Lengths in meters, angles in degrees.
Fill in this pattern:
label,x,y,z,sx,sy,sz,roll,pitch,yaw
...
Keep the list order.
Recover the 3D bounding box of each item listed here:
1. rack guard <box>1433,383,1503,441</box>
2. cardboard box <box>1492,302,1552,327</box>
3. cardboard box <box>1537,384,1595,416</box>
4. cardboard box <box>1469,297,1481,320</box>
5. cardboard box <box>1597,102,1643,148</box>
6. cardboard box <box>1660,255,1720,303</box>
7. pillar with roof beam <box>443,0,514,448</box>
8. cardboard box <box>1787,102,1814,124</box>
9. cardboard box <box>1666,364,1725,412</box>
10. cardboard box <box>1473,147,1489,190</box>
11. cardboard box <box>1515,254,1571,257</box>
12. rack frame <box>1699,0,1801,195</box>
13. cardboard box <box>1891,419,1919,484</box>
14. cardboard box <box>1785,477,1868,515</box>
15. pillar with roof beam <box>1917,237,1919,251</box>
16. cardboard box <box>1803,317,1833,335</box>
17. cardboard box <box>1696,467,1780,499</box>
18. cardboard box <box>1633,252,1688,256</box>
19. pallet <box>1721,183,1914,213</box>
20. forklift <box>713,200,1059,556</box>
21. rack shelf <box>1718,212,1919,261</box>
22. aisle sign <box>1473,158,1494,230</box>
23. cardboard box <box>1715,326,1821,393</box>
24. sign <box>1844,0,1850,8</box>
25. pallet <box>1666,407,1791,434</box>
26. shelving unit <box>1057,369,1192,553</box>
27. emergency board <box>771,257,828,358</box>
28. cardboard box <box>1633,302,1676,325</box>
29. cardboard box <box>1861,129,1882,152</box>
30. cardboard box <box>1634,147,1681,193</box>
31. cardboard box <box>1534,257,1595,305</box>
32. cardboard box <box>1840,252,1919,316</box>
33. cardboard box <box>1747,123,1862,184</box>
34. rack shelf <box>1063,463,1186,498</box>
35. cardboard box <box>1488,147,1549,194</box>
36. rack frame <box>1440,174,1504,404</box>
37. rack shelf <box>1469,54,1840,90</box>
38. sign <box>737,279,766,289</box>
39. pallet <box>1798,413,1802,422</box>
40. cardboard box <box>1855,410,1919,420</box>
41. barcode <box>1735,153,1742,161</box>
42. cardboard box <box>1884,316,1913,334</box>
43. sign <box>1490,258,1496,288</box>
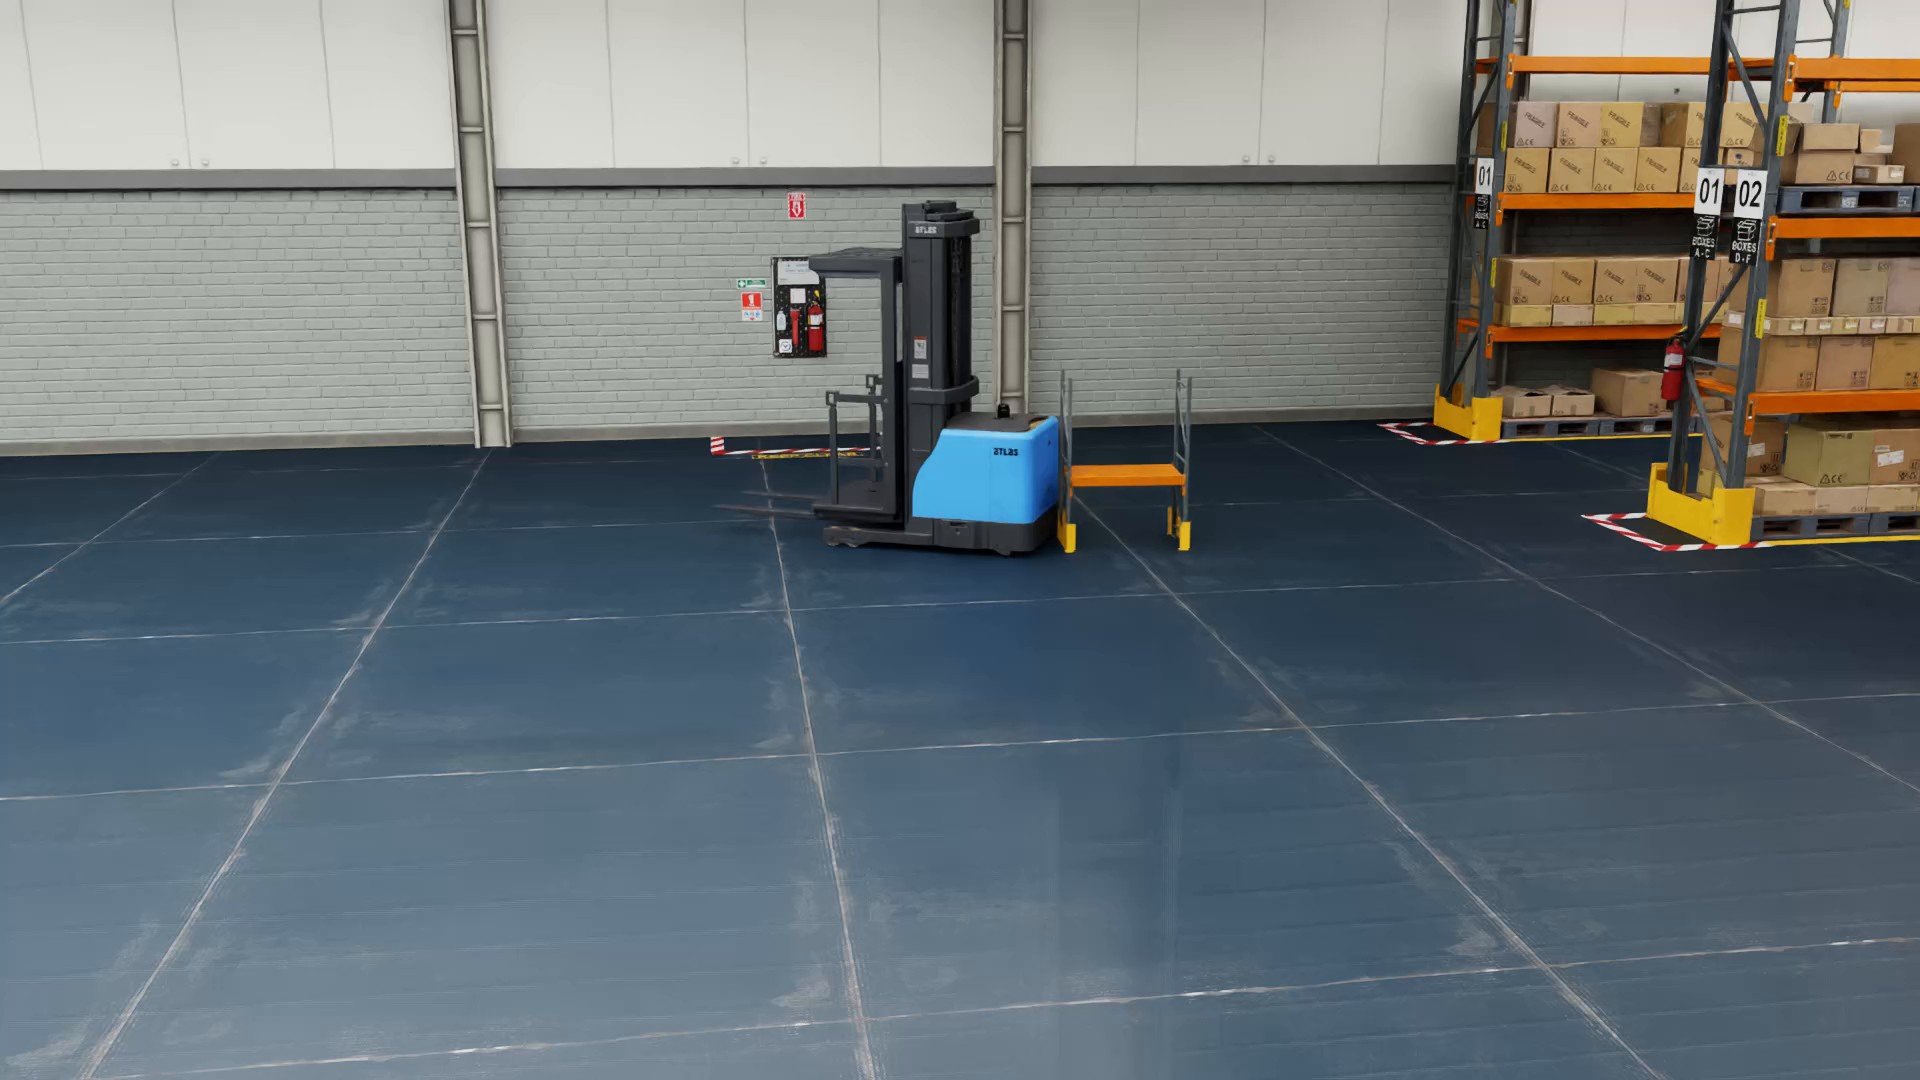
label,x,y,z,sx,sy,sz,roll,pitch,yaw
rack guard,6.045,-1.535,19.814,0.348,0.500,1.175,-2,14,-8
cardboard box,6.500,-2.623,19.280,0.500,0.250,0.500,-3,14,-10
cardboard box,7.231,-1.678,19.868,0.500,0.311,0.500,-1,14,-4
cardboard box,6.403,-2.745,19.768,0.500,0.250,0.500,-2,14,-7
cardboard box,7.396,-4.725,18.929,0.500,0.500,0.500,-2,14,-7
cardboard box,8.512,-3.063,19.496,0.500,0.500,0.500,-3,14,-10
pillar with roof beam,-4.691,-4.417,13.836,0.400,9.000,9.100,-2,14,-8
cardboard box,9.470,-4.804,19.243,0.500,0.500,0.500,-3,14,-13
cardboard box,8.905,-1.843,20.139,0.500,0.500,0.500,-3,14,-13
cardboard box,6.345,-4.334,19.422,0.500,0.500,0.500,-1,14,-4
cardboard box,6.904,-3.129,19.758,0.500,0.500,0.500,-2,14,-8
rack frame,6.712,-4.463,14.018,0.127,3.000,1.000,-2,14,-8
cardboard box,8.759,-0.806,15.018,0.500,0.500,0.500,-2,14,-8
cardboard box,7.769,-0.408,14.971,0.500,0.250,0.500,-2,14,-8
pillar with roof beam,13.108,-5.070,16.437,0.400,9.000,9.100,-2,14,-8
cardboard box,7.392,-1.889,14.548,0.250,0.149,0.380,-2,14,-10
cardboard box,7.198,-0.513,15.392,0.500,0.250,0.500,-2,14,-8
cardboard box,8.424,-3.189,19.996,0.500,0.500,0.500,-2,14,-7
pallet,7.415,-2.984,14.471,1.213,0.211,1.003,-2,14,-8
forklift,-0.691,-1.476,14.584,3.031,2.935,1.130,4,15,17
rack shelf,8.689,-2.731,14.759,4.000,0.370,1.077,-2,14,-8
aisle sign,5.943,-3.931,18.884,0.004,0.787,0.394,-2,14,-8
cardboard box,7.175,-1.615,14.791,0.500,0.500,0.700,-2,14,-8
sign,9.988,-6.160,18.700,0.005,0.325,0.100,-2,14,-8
pallet,9.266,-1.504,20.285,1.213,0.211,1.003,-2,14,-8
shelving unit,1.426,-0.699,14.426,1.083,1.500,0.587,-1,14,-5
emergency board,-1.849,-2.680,19.242,0.643,1.169,0.194,-2,14,-8
cardboard box,8.016,-2.680,19.508,0.500,0.250,0.500,-2,14,-8
cardboard box,10.478,-4.597,19.651,0.500,0.500,0.500,0,14,0
cardboard box,7.914,-4.265,19.148,0.500,0.500,0.500,-1,14,-5
cardboard box,6.977,-3.006,19.266,0.500,0.500,0.500,-2,14,-8
cardboard box,8.245,-2.285,14.795,0.500,0.500,0.700,-2,14,-8
cardboard box,7.280,-3.349,14.381,0.637,0.503,0.797,-1,14,-4
rack shelf,1.417,-0.524,14.469,1.000,0.185,0.538,-1,14,-5
cardboard box,6.338,-4.210,18.928,0.500,0.500,0.500,-2,14,-7
rack frame,5.970,-2.744,19.499,0.127,3.000,1.000,-2,14,-8
rack shelf,7.948,-5.376,19.146,4.000,0.370,1.077,-2,14,-8
sign,-2.405,-2.957,19.184,0.331,0.109,0.001,-2,14,-8
pallet,10.695,-1.565,20.530,1.213,0.211,1.003,-2,14,-8
cardboard box,8.679,-0.935,15.532,0.500,0.500,0.500,-2,14,-8
barcode,6.938,-3.416,14.819,0.075,0.075,0.001,-2,14,-8
cardboard box,8.152,-1.916,14.658,0.250,0.149,0.380,-3,14,-10
sign,6.051,-3.034,18.873,0.005,0.325,0.100,-2,14,-8
